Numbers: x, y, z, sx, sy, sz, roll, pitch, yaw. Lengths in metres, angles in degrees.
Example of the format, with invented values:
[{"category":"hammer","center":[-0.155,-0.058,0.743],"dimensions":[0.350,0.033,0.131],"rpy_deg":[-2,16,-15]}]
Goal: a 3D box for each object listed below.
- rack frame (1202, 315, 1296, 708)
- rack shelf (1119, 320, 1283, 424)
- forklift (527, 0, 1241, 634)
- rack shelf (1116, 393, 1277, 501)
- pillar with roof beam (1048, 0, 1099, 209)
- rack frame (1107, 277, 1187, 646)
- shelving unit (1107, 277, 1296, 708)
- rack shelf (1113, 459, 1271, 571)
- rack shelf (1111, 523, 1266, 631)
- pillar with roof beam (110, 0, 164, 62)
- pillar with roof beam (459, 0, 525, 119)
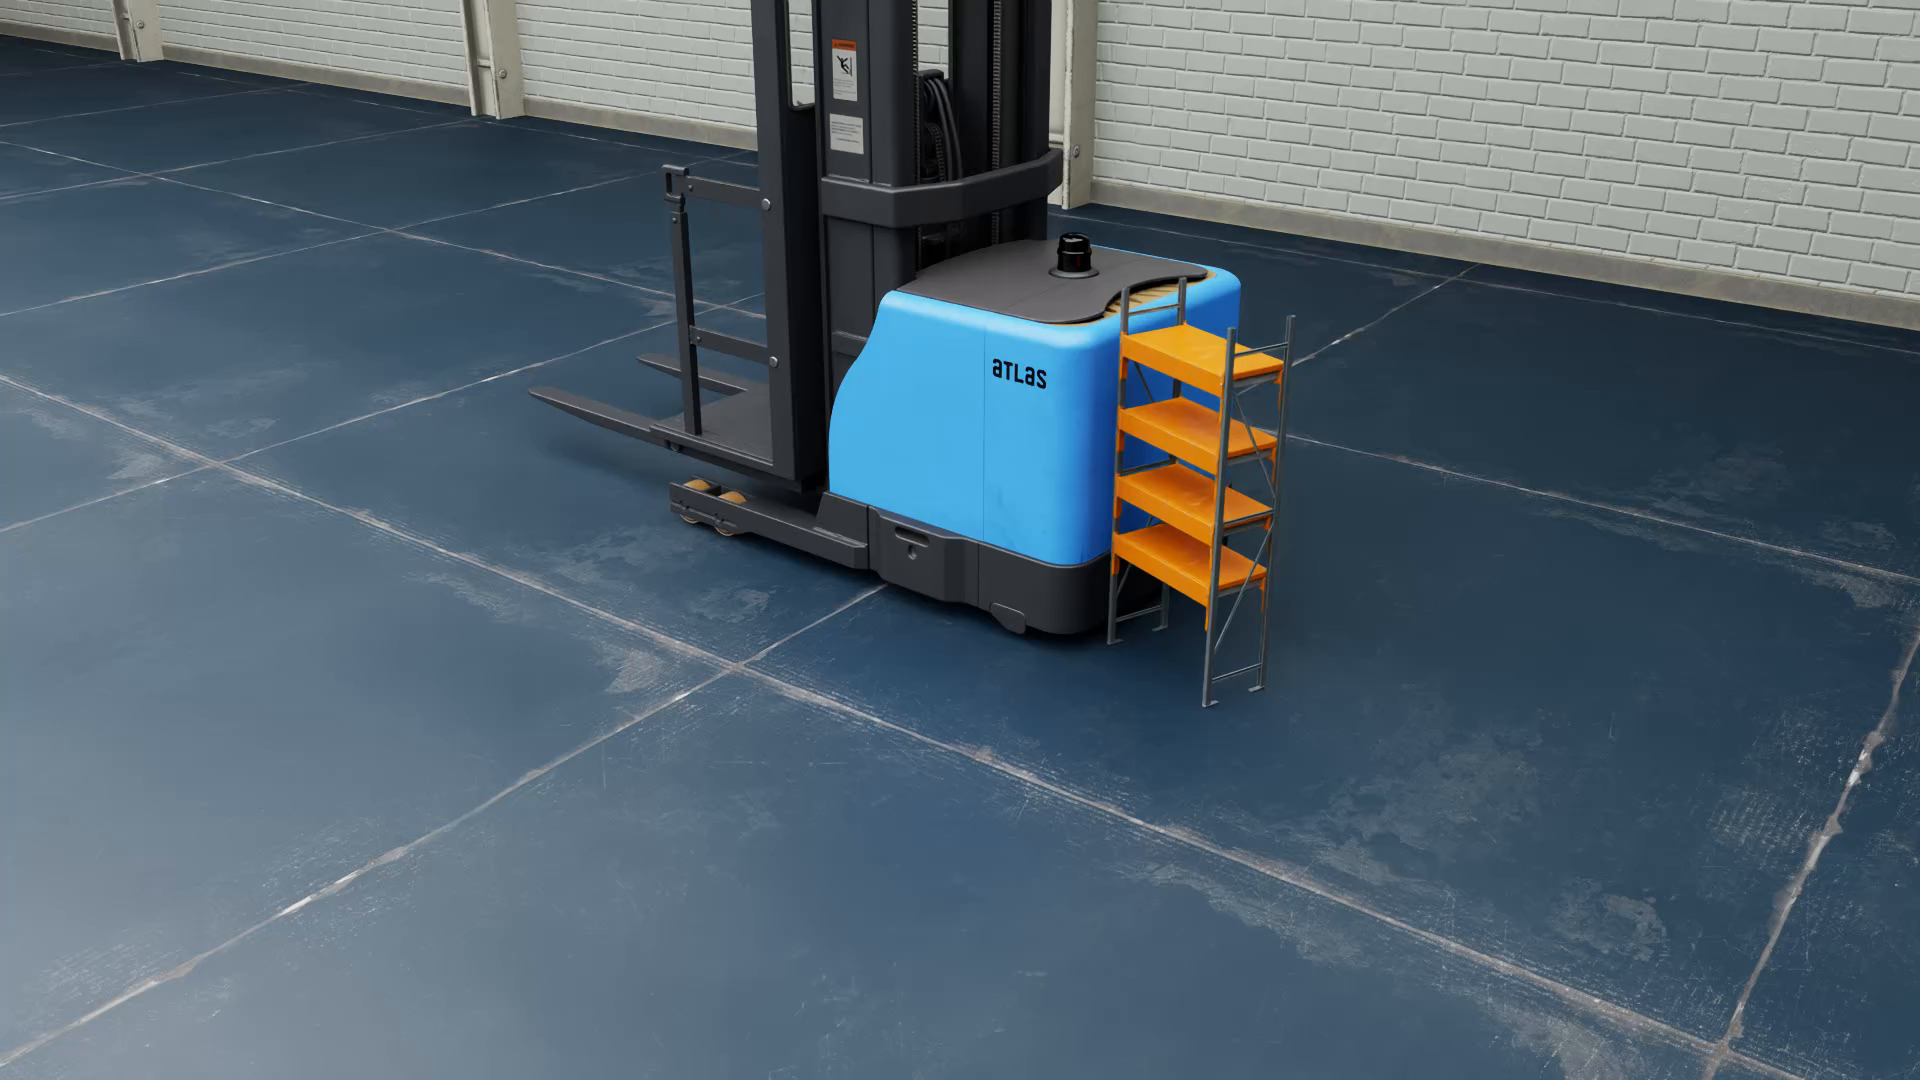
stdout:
[{"category":"rack frame","center":[0.847,-0.062,4.903],"dimensions":[0.240,1.200,0.015],"rpy_deg":[-14,27,-29]},{"category":"rack shelf","center":[0.719,-0.506,4.935],"dimensions":[0.258,0.148,0.480],"rpy_deg":[-14,27,-29]},{"category":"forklift","center":[-0.486,-1.502,6.023],"dimensions":[3.031,2.935,1.130],"rpy_deg":[18,30,35]},{"category":"rack shelf","center":[0.719,-0.289,5.030],"dimensions":[0.258,0.148,0.480],"rpy_deg":[-14,27,-29]},{"category":"pillar with roof beam","center":[-1.907,-5.089,6.639],"dimensions":[0.400,9.000,9.100],"rpy_deg":[17,29,33]},{"category":"rack frame","center":[0.590,-0.230,5.283],"dimensions":[0.240,1.200,0.015],"rpy_deg":[-14,27,-29]},{"category":"shelving unit","center":[0.719,-0.146,5.093],"dimensions":[0.258,1.200,0.503],"rpy_deg":[-14,27,-29]},{"category":"rack shelf","center":[0.719,-0.084,5.120],"dimensions":[0.258,0.148,0.480],"rpy_deg":[-14,27,-29]},{"category":"rack shelf","center":[0.719,0.097,5.200],"dimensions":[0.258,0.148,0.480],"rpy_deg":[-14,27,-29]},{"category":"pillar with roof beam","center":[-11.510,-7.990,13.225],"dimensions":[0.400,9.000,9.100],"rpy_deg":[17,29,33]},{"category":"pillar with roof beam","center":[-6.708,-6.540,9.932],"dimensions":[0.400,9.000,9.100],"rpy_deg":[17,29,33]}]
